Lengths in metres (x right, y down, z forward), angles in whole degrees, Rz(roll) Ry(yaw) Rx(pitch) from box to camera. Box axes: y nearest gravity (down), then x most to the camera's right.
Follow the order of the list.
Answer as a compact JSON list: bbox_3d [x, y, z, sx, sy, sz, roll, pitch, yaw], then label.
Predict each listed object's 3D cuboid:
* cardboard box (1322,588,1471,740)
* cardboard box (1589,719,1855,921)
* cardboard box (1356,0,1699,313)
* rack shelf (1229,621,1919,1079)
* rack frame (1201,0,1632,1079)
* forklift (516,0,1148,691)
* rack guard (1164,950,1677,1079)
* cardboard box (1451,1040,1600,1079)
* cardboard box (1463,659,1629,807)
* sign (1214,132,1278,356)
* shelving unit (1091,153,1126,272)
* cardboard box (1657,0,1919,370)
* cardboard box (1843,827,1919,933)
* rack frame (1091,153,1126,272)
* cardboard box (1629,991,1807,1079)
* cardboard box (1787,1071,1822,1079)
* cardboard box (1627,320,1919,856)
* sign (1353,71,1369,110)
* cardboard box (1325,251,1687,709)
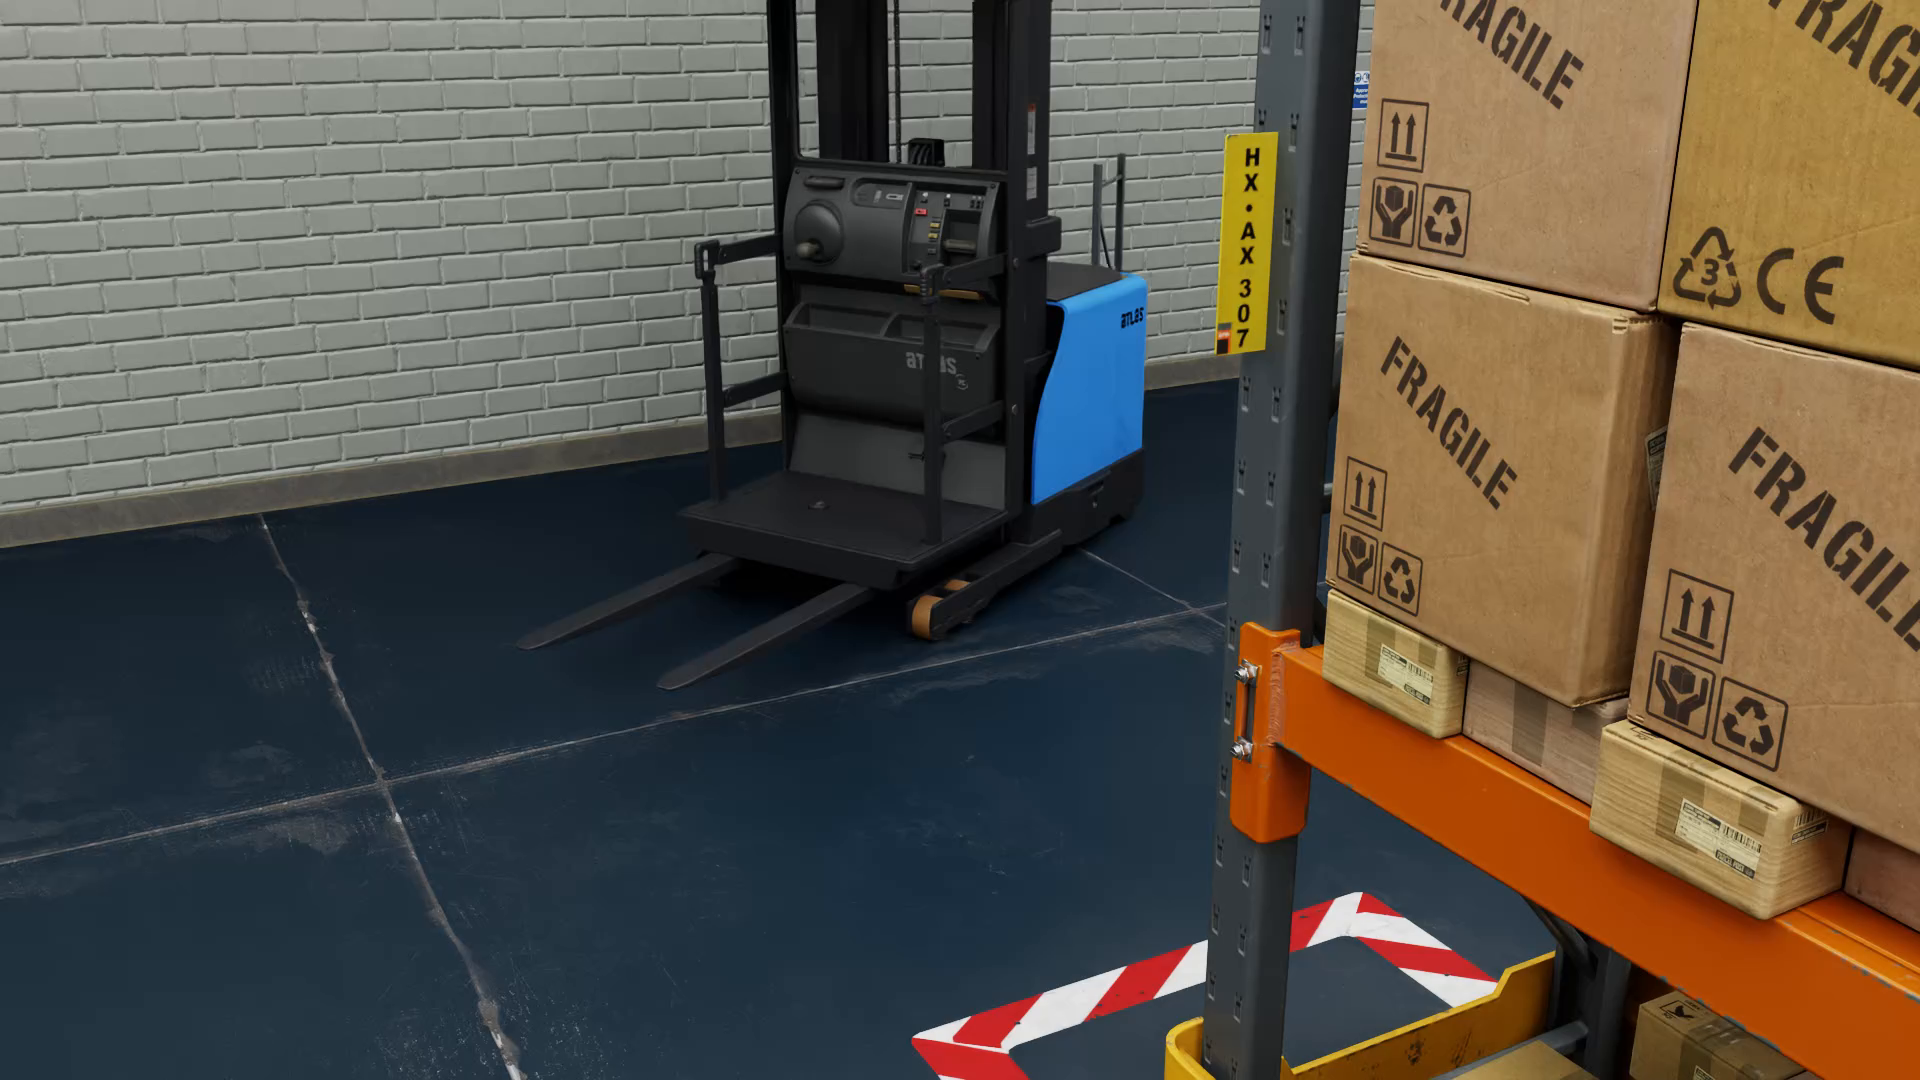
[{"bbox_3d":[0.772,0.148,2.489,0.380,0.149,0.250,-10,21,-27],"label":"cardboard box"},{"bbox_3d":[1.010,0.300,2.048,0.380,0.149,0.250,-11,22,-28],"label":"cardboard box"},{"bbox_3d":[0.886,-0.605,2.144,0.500,0.500,0.500,-10,21,-27],"label":"cardboard box"},{"bbox_3d":[1.856,0.800,1.318,1.077,0.370,4.000,-10,21,-27],"label":"rack shelf"},{"bbox_3d":[0.904,-0.114,2.863,0.949,2.616,0.053,-10,21,-27],"label":"rack frame"},{"bbox_3d":[-0.379,-1.191,6.089,1.130,2.935,3.031,11,22,30],"label":"forklift"},{"bbox_3d":[0.943,1.089,3.209,1.175,0.500,0.348,-10,21,-27],"label":"rack guard"},{"bbox_3d":[0.856,0.956,2.576,0.380,0.149,0.250,-11,22,-29],"label":"cardboard box"},{"bbox_3d":[0.929,0.215,2.296,0.380,0.149,0.250,-9,21,-25],"label":"cardboard box"},{"bbox_3d":[0.429,-0.440,2.480,0.100,0.325,0.005,-10,21,-27],"label":"sign"},{"bbox_3d":[0.200,-1.075,7.947,1.048,1.500,0.538,6,20,18],"label":"shelving unit"},{"bbox_3d":[1.131,-0.461,1.727,0.500,0.500,0.500,-9,21,-25],"label":"cardboard box"},{"bbox_3d":[1.254,0.353,1.894,0.380,0.149,0.250,-9,21,-24],"label":"cardboard box"},{"bbox_3d":[0.682,-1.022,7.794,0.032,1.500,0.500,6,20,18],"label":"rack frame"},{"bbox_3d":[1.381,0.866,2.838,0.380,0.149,0.250,-10,21,-26],"label":"cardboard box"},{"bbox_3d":[1.450,0.947,2.603,0.380,0.149,0.250,-10,21,-26],"label":"cardboard box"},{"bbox_3d":[1.153,0.019,1.869,0.500,0.500,0.500,-10,21,-27],"label":"cardboard box"},{"bbox_3d":[2.445,-2.663,9.837,0.327,0.218,0.001,-10,21,-27],"label":"sign"},{"bbox_3d":[0.877,-0.131,2.303,0.500,0.500,0.500,-9,21,-24],"label":"cardboard box"}]
